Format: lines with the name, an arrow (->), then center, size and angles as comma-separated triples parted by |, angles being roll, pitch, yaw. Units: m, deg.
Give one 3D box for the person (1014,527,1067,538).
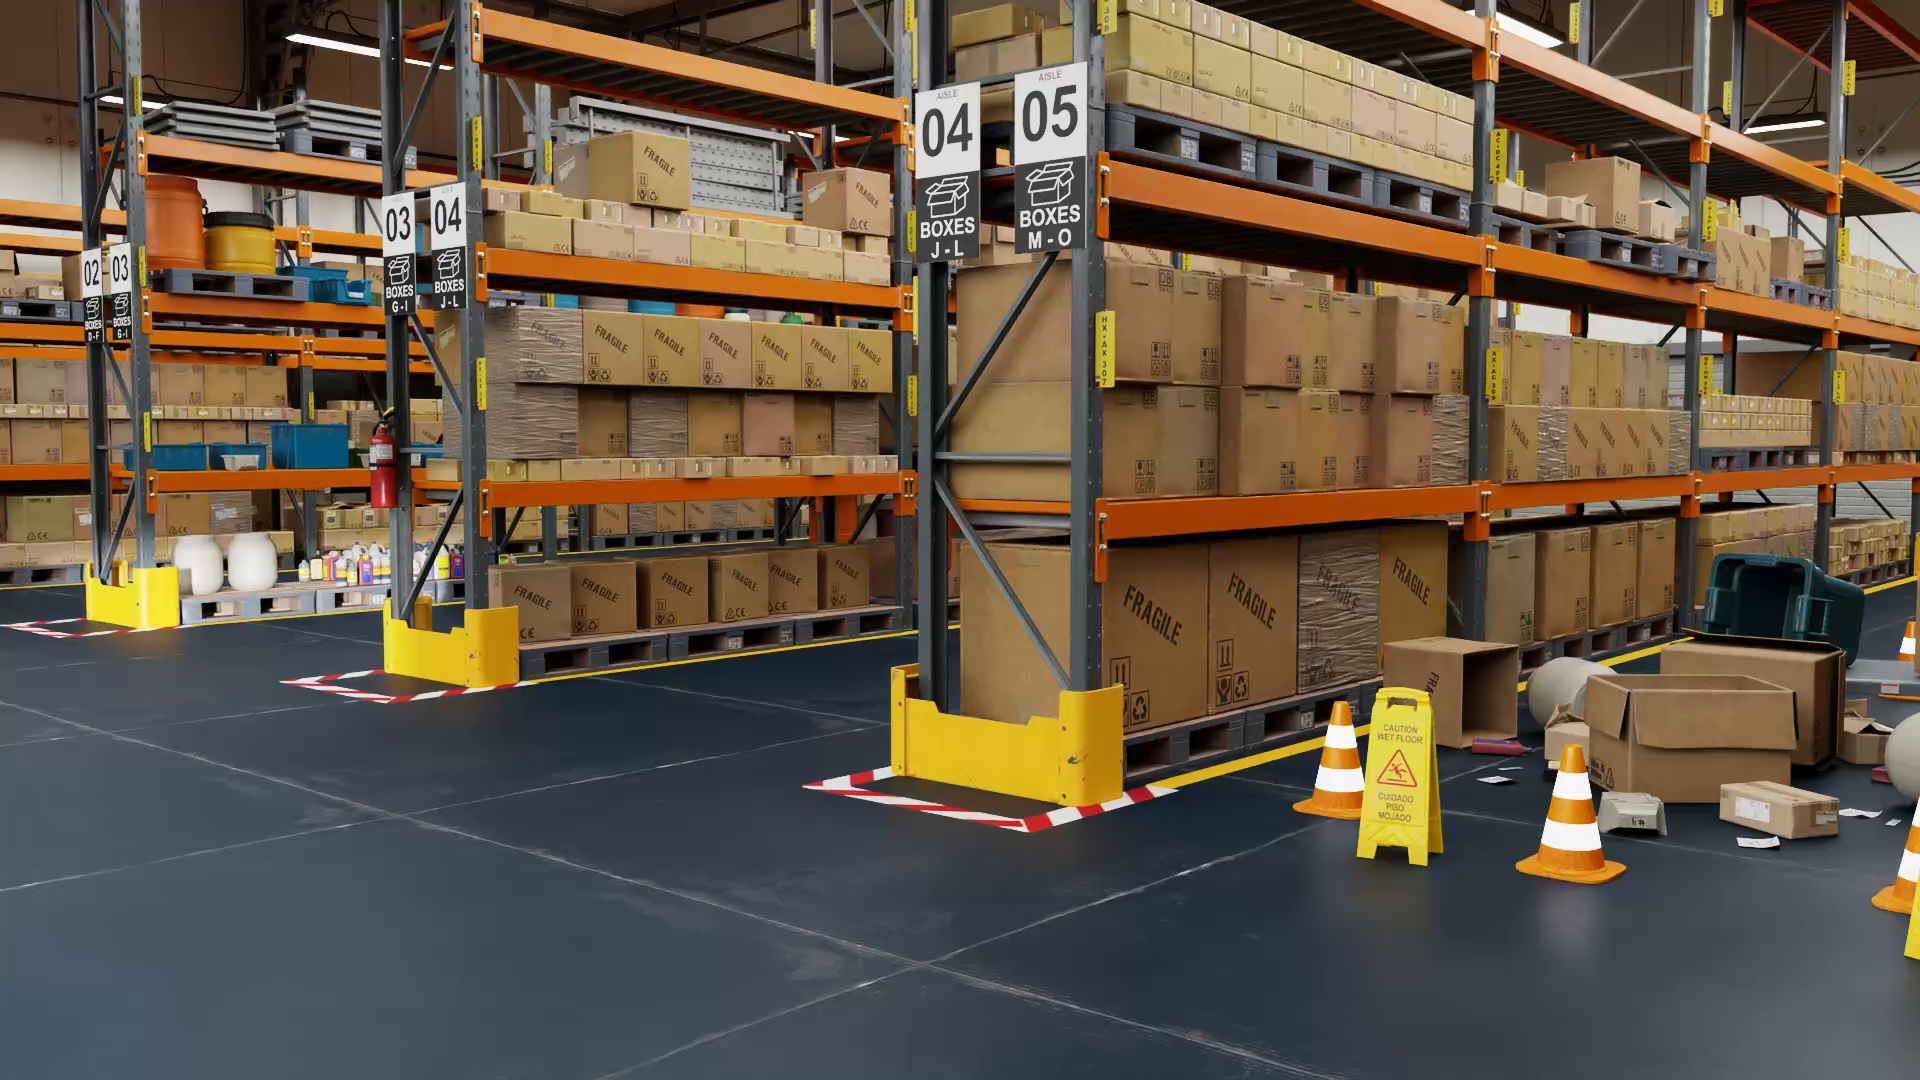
person -> 0.737, -0.102, 13.385 | 0.577, 1.736, 0.562 | 3, 5, 43
